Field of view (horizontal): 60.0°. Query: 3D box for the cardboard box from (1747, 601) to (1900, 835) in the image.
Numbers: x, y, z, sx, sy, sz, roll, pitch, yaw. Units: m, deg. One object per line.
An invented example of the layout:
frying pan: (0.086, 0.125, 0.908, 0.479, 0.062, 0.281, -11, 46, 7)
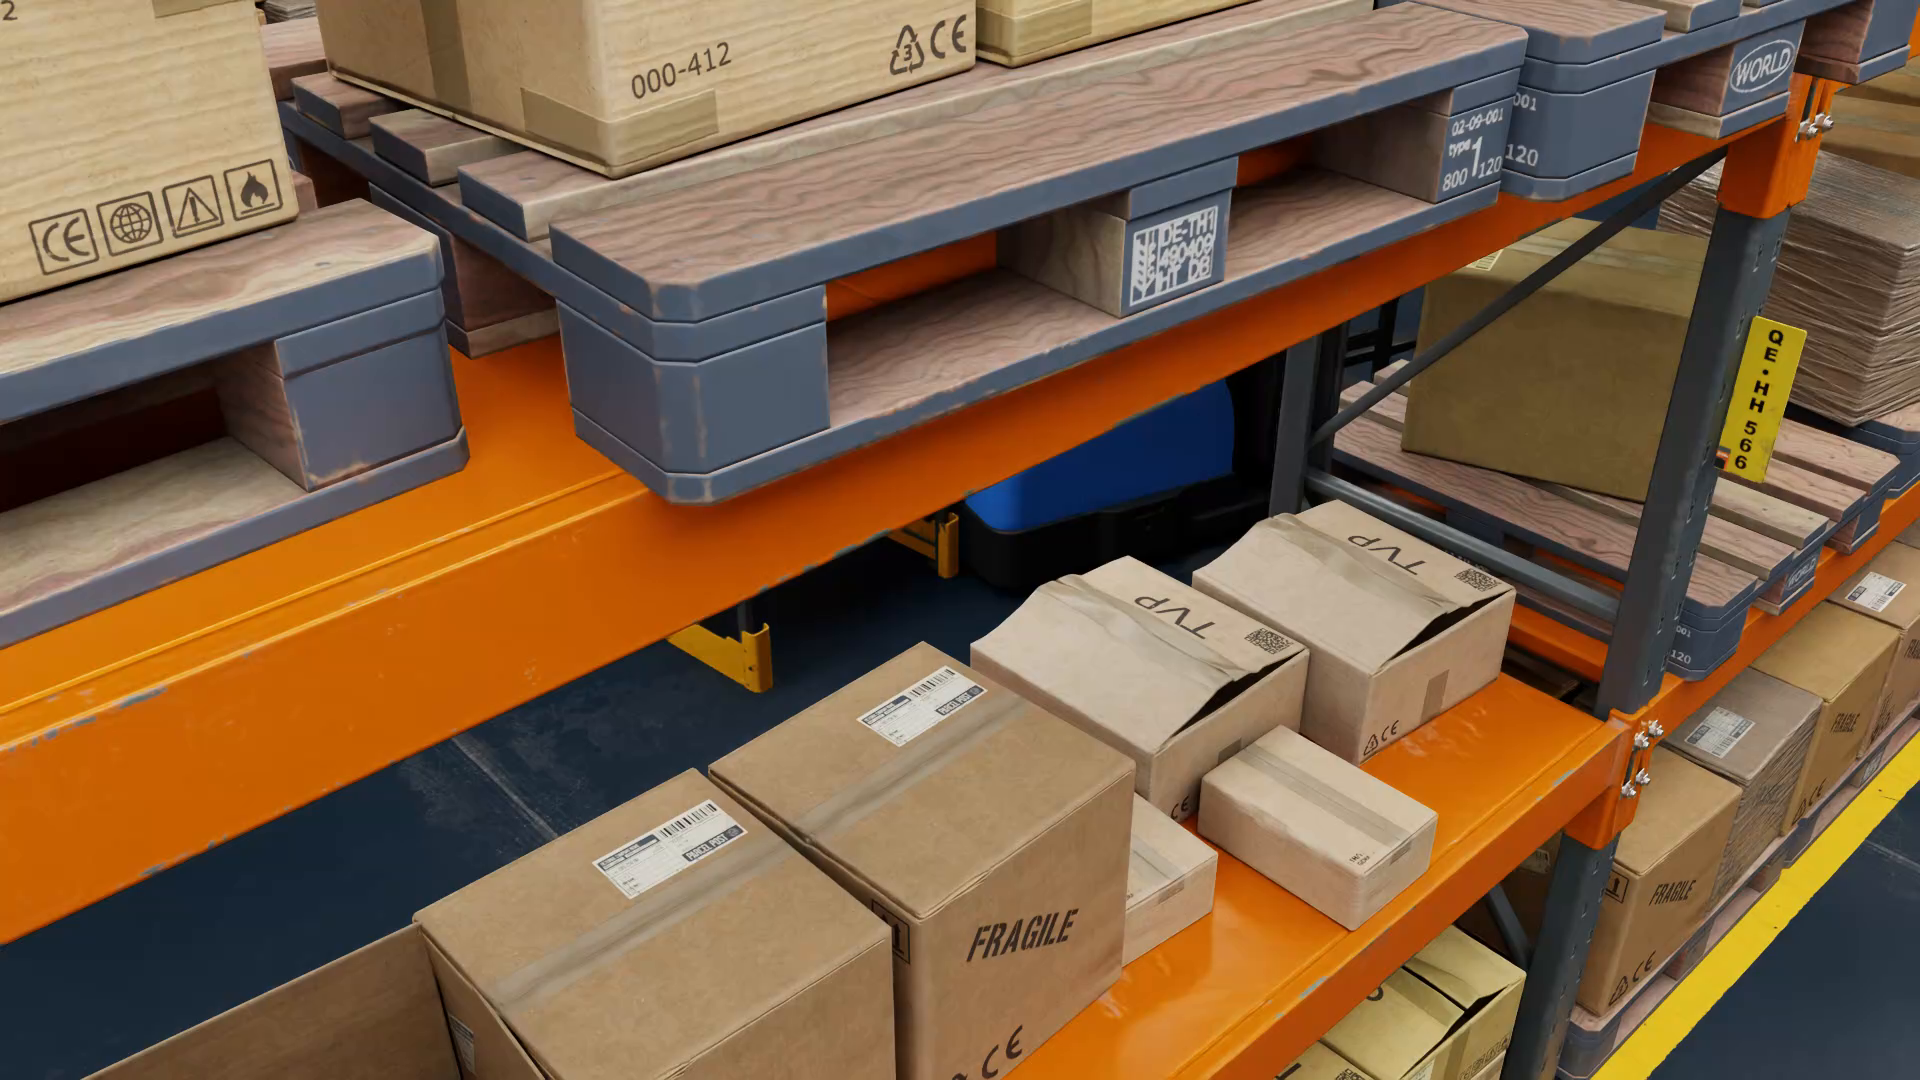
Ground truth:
cardboard box: (2.437, 0.479, 5.066, 0.500, 0.500, 0.500, -26, 40, -36)

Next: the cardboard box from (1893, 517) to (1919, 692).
cardboard box: (3.188, 0.110, 5.669, 0.500, 0.500, 0.500, -25, 39, -35)

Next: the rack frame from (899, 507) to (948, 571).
rack frame: (-0.242, -0.600, 6.294, 0.500, 1.500, 0.032, 25, 39, 34)

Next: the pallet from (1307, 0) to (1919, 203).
pallet: (0.721, -0.908, 2.666, 1.003, 0.211, 1.213, -24, 39, -33)

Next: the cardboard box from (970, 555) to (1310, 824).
cardboard box: (0.370, 0.297, 3.474, 0.500, 0.311, 0.500, -26, 40, -36)

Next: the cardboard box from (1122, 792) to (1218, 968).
cardboard box: (0.261, 0.597, 3.139, 0.250, 0.149, 0.380, -23, 38, -32)

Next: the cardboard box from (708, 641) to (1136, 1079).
cardboard box: (-0.061, 0.575, 2.839, 0.500, 0.500, 0.500, 27, 40, 36)

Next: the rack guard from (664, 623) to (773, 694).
rack guard: (-0.902, 0.323, 5.983, 0.587, 0.250, 0.087, 25, 39, 34)

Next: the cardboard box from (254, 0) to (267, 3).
cardboard box: (-2.671, -2.131, 6.221, 0.380, 0.149, 0.250, 22, 38, 31)

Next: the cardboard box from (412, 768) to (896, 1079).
cardboard box: (-0.447, 0.761, 2.534, 0.500, 0.500, 0.500, -26, 40, -35)

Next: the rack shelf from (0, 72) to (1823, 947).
rack shelf: (-0.309, -0.247, 2.094, 4.000, 0.370, 1.077, -26, 40, -35)

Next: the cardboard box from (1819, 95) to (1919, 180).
cardboard box: (2.837, -0.974, 4.970, 0.700, 0.500, 0.500, 18, 36, 27)

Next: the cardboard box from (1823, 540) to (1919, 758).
cardboard box: (2.816, 0.292, 5.372, 0.500, 0.500, 0.500, -27, 41, -37)

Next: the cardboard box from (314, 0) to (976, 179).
cardboard box: (-0.332, -0.615, 1.746, 0.500, 0.250, 0.500, 25, 40, 35)

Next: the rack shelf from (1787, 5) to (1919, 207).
rack shelf: (2.624, -1.666, 4.414, 4.000, 0.370, 1.077, -26, 40, -35)

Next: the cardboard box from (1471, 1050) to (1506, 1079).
cardboard box: (0.938, 1.290, 3.999, 0.500, 0.250, 0.500, -25, 39, -34)

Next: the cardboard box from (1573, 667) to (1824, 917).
cardboard box: (2.066, 0.655, 4.778, 0.500, 0.500, 0.500, -27, 41, -37)

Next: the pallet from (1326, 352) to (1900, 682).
pallet: (1.607, -0.170, 4.336, 1.003, 0.211, 1.213, -26, 40, -35)

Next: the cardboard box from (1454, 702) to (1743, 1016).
cardboard box: (1.686, 0.843, 4.471, 0.500, 0.500, 0.500, -24, 39, -34)

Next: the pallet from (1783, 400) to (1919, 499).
pallet: (2.581, -0.594, 5.030, 1.213, 0.211, 1.003, -26, 40, -35)

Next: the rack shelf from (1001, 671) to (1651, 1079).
rack shelf: (-0.309, 1.032, 2.876, 4.000, 0.370, 1.077, -26, 40, -35)

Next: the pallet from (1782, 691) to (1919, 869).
pallet: (2.625, 0.525, 5.690, 1.213, 0.211, 1.003, -26, 40, -35)

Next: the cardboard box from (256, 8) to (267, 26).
cardboard box: (-2.942, -1.729, 6.185, 0.700, 0.500, 0.500, 25, 39, 35)

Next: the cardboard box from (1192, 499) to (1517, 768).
cardboard box: (0.861, 0.166, 3.688, 0.500, 0.311, 0.500, -23, 38, -33)

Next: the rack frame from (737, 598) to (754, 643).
rack frame: (-0.915, -0.203, 5.644, 0.500, 1.500, 0.032, 25, 39, 34)

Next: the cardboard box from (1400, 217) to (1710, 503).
cardboard box: (1.543, -0.472, 4.149, 0.700, 0.500, 0.500, 15, 35, 23)

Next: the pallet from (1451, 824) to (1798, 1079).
pallet: (1.731, 0.955, 4.986, 1.213, 0.211, 1.003, -26, 40, -35)

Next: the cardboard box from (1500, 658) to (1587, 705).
cardboard box: (1.684, 0.473, 5.075, 0.500, 0.500, 0.500, -24, 39, -34)

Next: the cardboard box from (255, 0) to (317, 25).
cardboard box: (-2.551, -1.938, 6.526, 0.700, 0.500, 0.500, 24, 39, 34)

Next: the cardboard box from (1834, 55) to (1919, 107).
cardboard box: (3.130, -1.274, 5.460, 0.500, 0.500, 0.700, -19, 36, -28)

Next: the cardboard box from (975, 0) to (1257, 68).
cardboard box: (0.064, -0.805, 2.057, 0.500, 0.250, 0.500, -27, 40, -36)

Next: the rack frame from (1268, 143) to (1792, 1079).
rack frame: (1.158, 0.016, 3.849, 0.127, 3.000, 1.000, -26, 40, -35)

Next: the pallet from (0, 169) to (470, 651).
pallet: (-1.137, -0.081, 1.316, 0.805, 0.209, 1.217, 27, 41, 37)

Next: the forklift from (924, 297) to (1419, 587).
forklift: (1.239, -1.599, 6.555, 3.031, 2.935, 1.130, -15, 35, -23)

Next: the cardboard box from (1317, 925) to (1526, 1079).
cardboard box: (0.941, 1.051, 3.852, 0.500, 0.311, 0.500, -25, 39, -34)

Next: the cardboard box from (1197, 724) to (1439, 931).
cardboard box: (0.686, 0.548, 3.220, 0.250, 0.149, 0.380, -26, 40, -35)

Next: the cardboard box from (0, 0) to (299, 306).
cardboard box: (-0.916, -0.371, 1.347, 0.500, 0.250, 0.500, 25, 39, 34)

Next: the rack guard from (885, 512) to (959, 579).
rack guard: (-0.242, -0.067, 6.620, 0.587, 0.250, 0.087, 25, 39, 34)

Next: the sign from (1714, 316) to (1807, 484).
sign: (1.538, -0.267, 3.201, 0.005, 0.325, 0.100, -26, 40, -35)

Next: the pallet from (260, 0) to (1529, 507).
pallet: (-0.097, -0.511, 2.015, 1.213, 0.211, 1.003, -24, 39, -33)

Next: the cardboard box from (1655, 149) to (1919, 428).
cardboard box: (2.343, -0.724, 4.560, 0.500, 0.500, 0.700, -18, 36, -27)

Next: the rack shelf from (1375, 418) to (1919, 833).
rack shelf: (2.624, -0.387, 5.196, 4.000, 0.370, 1.077, -26, 40, -35)

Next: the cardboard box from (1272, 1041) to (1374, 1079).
cardboard box: (0.565, 1.237, 3.547, 0.500, 0.311, 0.500, -27, 40, -36)

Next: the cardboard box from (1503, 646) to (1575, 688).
cardboard box: (1.722, 0.132, 4.915, 0.500, 0.250, 0.500, -24, 39, -34)

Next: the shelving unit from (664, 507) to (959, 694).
shelving unit: (-0.572, -0.405, 5.975, 0.587, 1.500, 1.083, 25, 39, 34)

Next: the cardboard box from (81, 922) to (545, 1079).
cardboard box: (-0.815, 0.939, 2.243, 0.500, 0.500, 0.500, -23, 38, -32)
